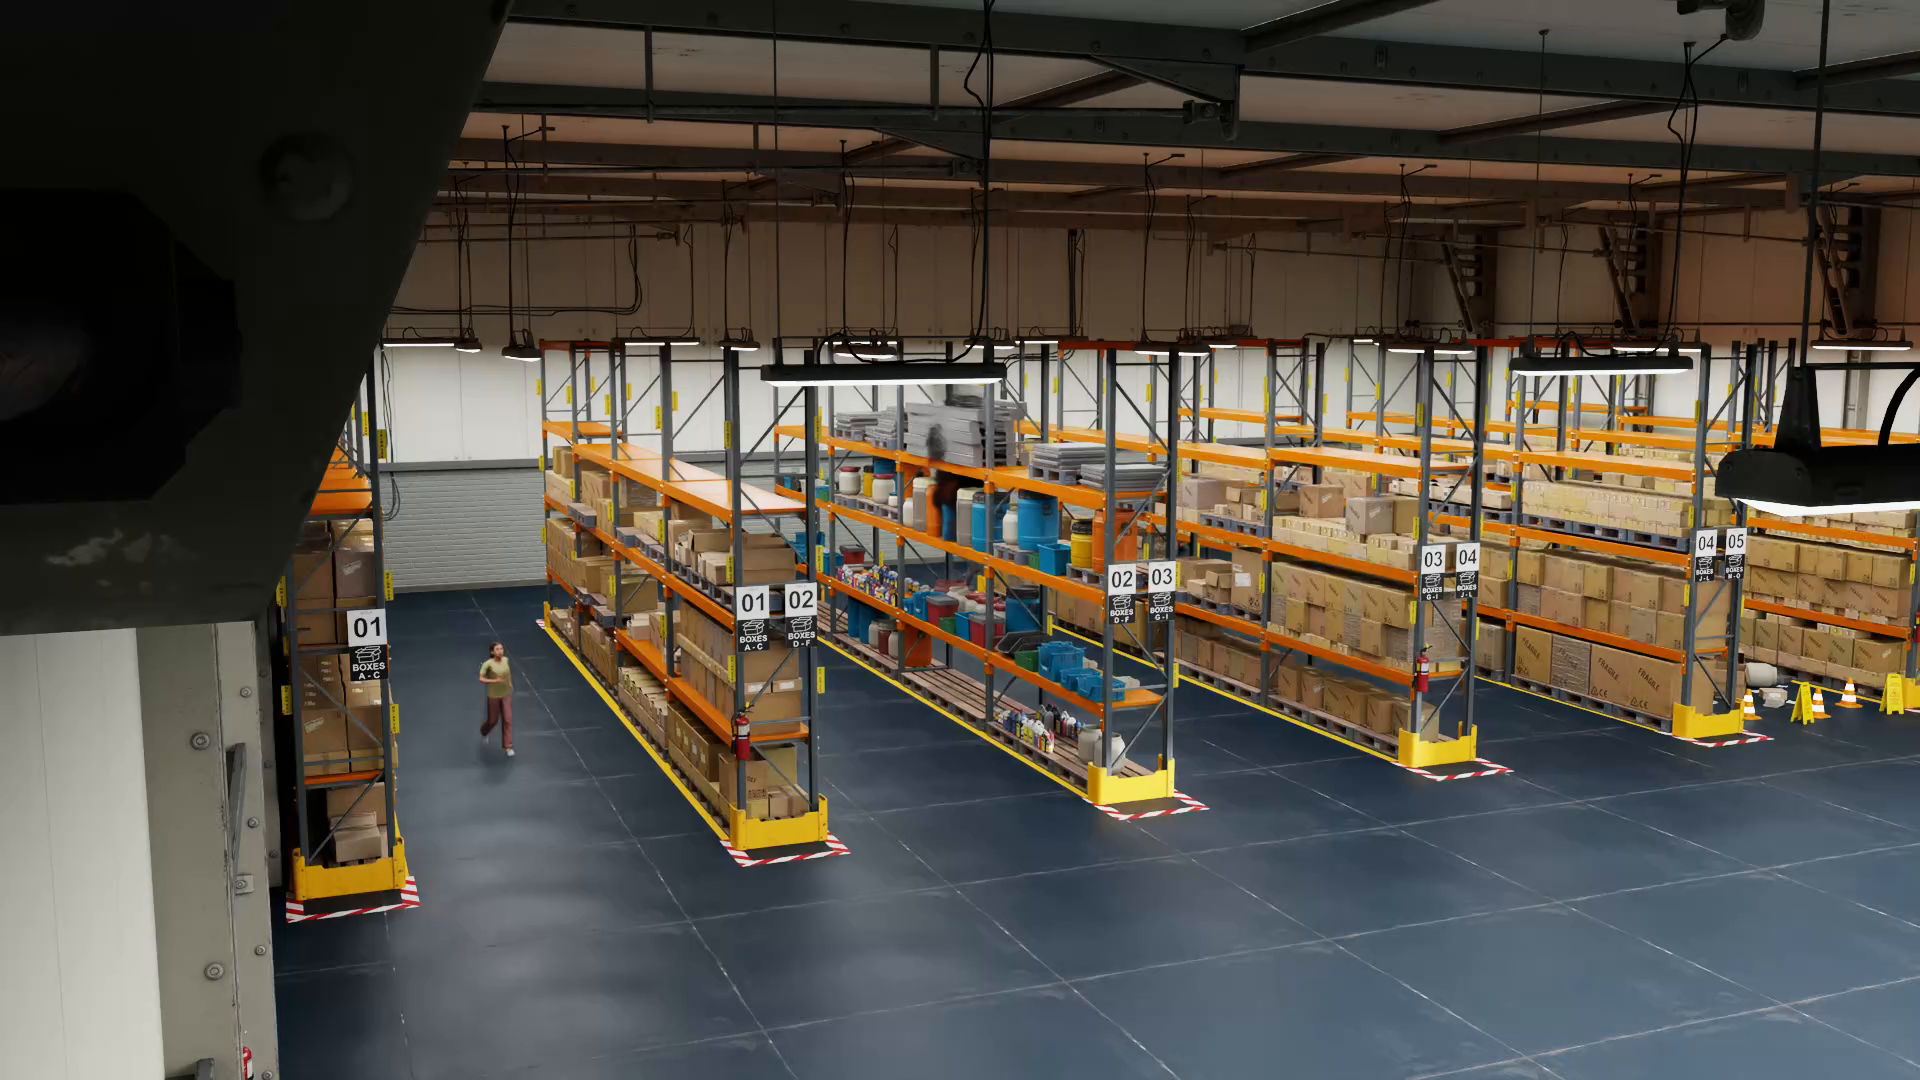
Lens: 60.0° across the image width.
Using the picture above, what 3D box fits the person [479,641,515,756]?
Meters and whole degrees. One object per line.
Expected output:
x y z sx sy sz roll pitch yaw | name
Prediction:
-6.834 2.304 24.541 0.592 1.655 0.904 -7 10 -42 | person

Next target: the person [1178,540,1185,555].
5.418 0.152 41.684 0.678 1.591 0.762 -1 8 -9 | person

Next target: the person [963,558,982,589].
0.317 0.365 39.734 0.562 1.618 0.562 0 7 1 | person
